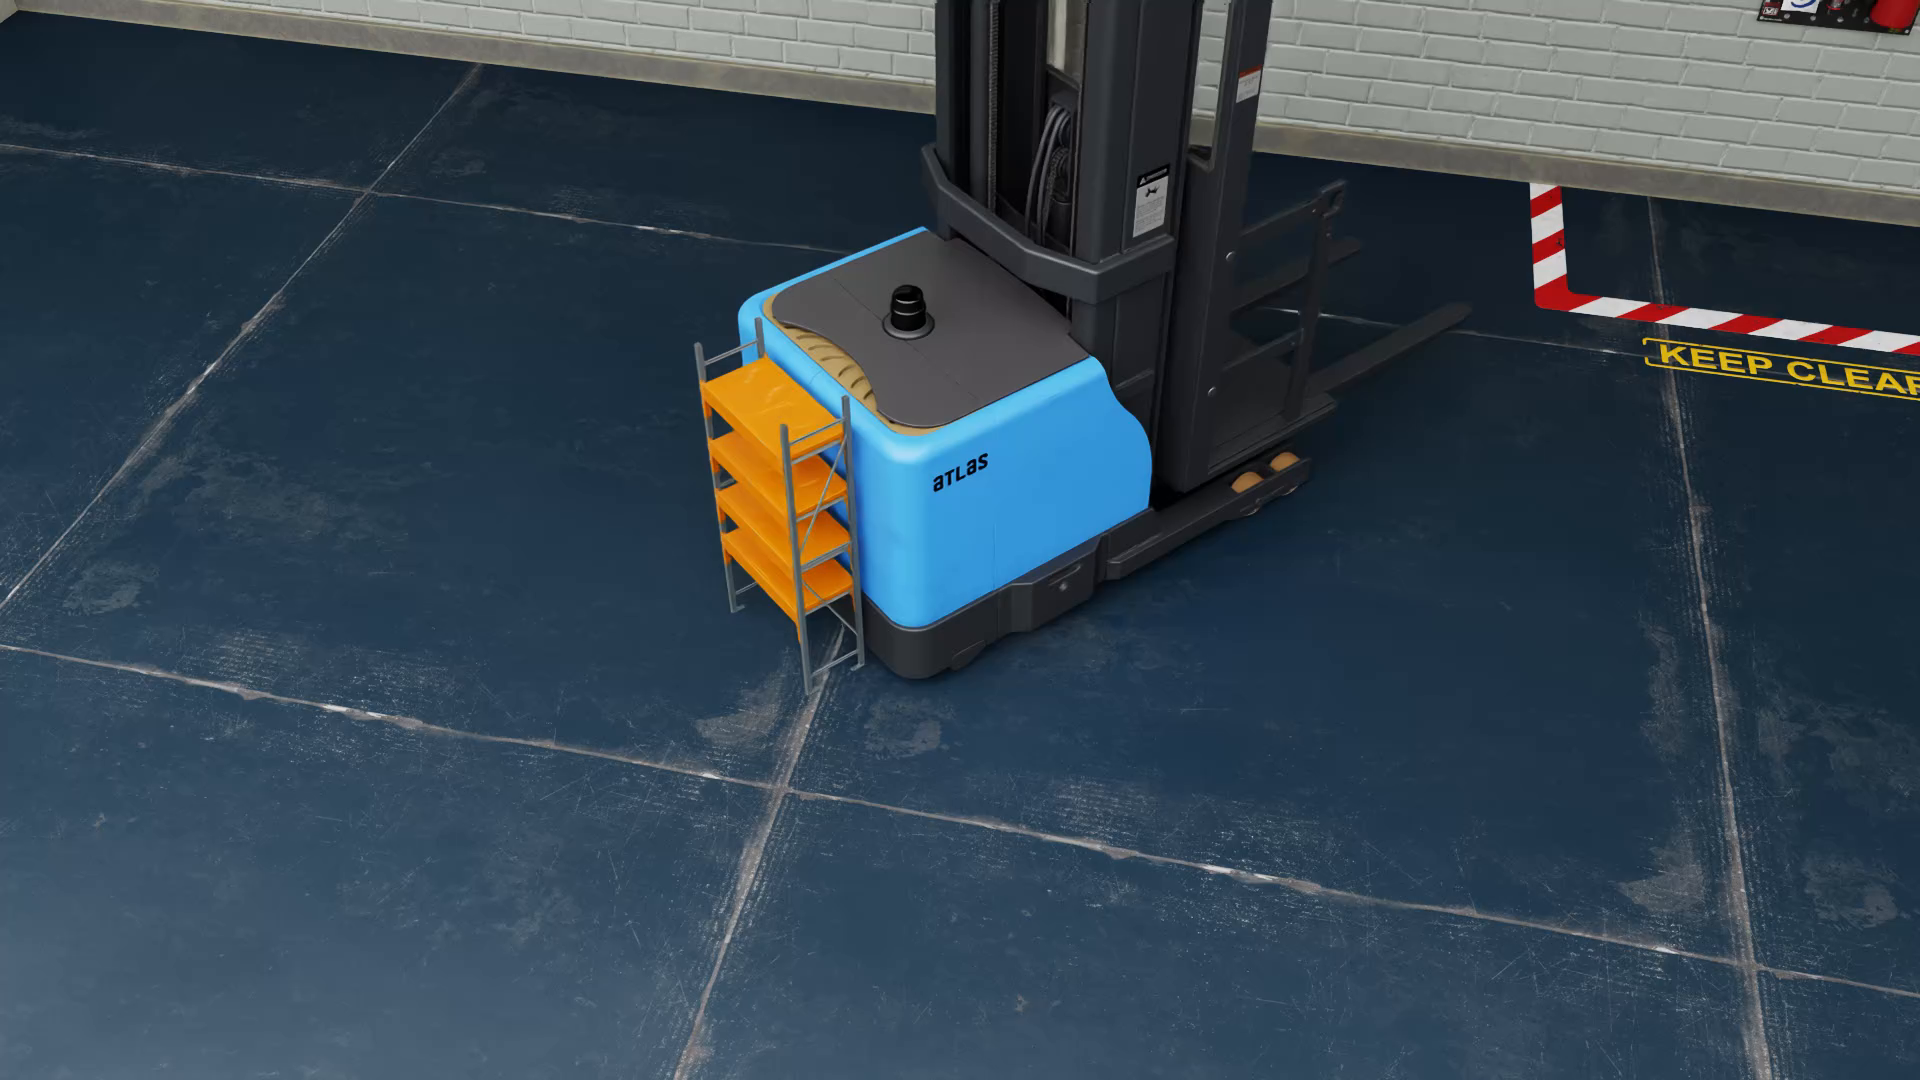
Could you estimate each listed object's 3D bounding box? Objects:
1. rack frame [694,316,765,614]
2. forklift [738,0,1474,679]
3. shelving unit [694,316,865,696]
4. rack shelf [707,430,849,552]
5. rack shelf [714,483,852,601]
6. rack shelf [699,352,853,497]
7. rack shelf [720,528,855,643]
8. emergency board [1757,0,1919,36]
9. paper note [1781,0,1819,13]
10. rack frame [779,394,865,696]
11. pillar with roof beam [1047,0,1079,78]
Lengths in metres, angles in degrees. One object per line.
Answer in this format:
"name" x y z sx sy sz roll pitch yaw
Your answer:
"rack frame" -0.725 -0.220 5.614 0.240 1.200 0.015 -28 50 -26
"forklift" 0.729 -1.419 5.610 3.031 2.935 1.130 -27 50 -25
"shelving unit" -0.577 -0.085 5.474 0.258 1.200 0.503 -28 50 -26
"rack shelf" -0.577 -0.198 5.365 0.258 0.148 0.480 -28 50 -26
"rack shelf" -0.577 -0.037 5.520 0.258 0.148 0.480 -28 50 -26
"rack shelf" -0.577 -0.369 5.201 0.258 0.148 0.480 -28 50 -26
"rack shelf" -0.577 0.106 5.658 0.258 0.148 0.480 -28 50 -26
"emergency board" 3.793 -2.593 6.781 0.643 1.169 0.194 9 45 9
"paper note" 3.635 -2.349 7.163 0.142 0.148 0.016 9 45 9
"rack frame" -0.430 0.049 5.333 0.240 1.200 0.015 -28 50 -26
"pillar with roof beam" -0.599 -2.350 2.202 0.400 9.000 9.100 9 45 9
